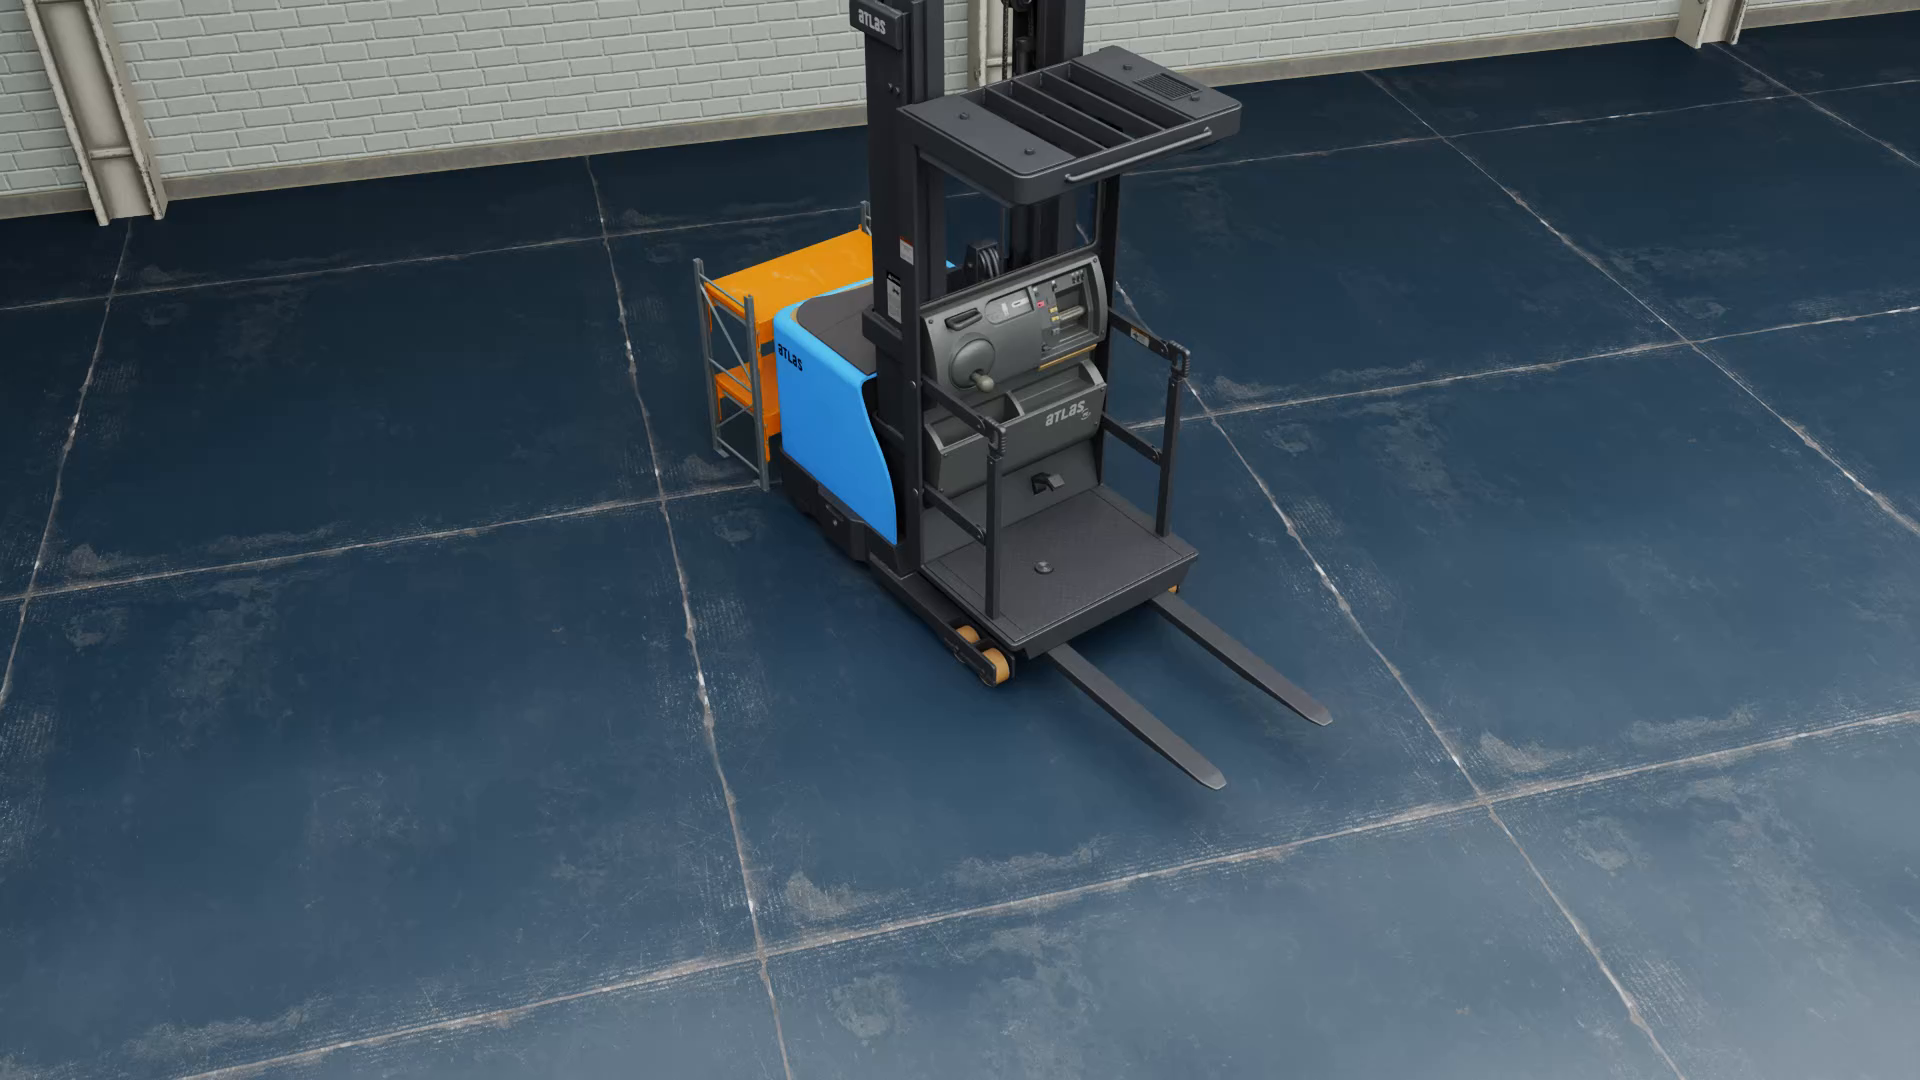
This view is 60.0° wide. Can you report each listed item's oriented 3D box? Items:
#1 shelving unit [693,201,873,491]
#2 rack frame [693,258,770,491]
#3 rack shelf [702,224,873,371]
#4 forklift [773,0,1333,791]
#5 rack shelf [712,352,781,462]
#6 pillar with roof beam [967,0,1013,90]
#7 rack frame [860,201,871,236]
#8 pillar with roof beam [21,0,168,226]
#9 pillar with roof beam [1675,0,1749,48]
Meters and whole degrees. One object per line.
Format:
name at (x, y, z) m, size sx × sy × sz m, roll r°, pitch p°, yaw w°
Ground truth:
shelving unit at (-0.750, -1.013, 8.627) m, size 1.048 × 1.125 × 0.538 m, roll -26°, pitch 44°, yaw -30°
rack frame at (-1.147, -0.820, 8.375) m, size 0.032 × 1.125 × 0.500 m, roll -26°, pitch 44°, yaw -30°
rack shelf at (-0.750, -1.245, 8.450) m, size 1.000 × 0.278 × 0.538 m, roll -26°, pitch 44°, yaw -30°
forklift at (0.377, -0.857, 6.937) m, size 1.130 × 2.935 × 3.031 m, roll -24°, pitch 44°, yaw -28°
rack shelf at (-0.750, -0.818, 8.776) m, size 1.000 × 0.278 × 0.538 m, roll -26°, pitch 44°, yaw -30°
pillar with roof beam at (1.408, -4.186, 6.295) m, size 0.400 × 9.000 × 9.100 m, roll -9°, pitch 38°, yaw -12°
rack frame at (-0.353, -1.206, 8.880) m, size 0.032 × 1.125 × 0.500 m, roll -26°, pitch 44°, yaw -30°
pillar with roof beam at (-4.385, -3.236, 5.053) m, size 0.400 × 9.000 × 9.100 m, roll -9°, pitch 38°, yaw -12°
pillar with roof beam at (7.200, -5.136, 7.538) m, size 0.400 × 9.000 × 9.100 m, roll -9°, pitch 38°, yaw -12°
